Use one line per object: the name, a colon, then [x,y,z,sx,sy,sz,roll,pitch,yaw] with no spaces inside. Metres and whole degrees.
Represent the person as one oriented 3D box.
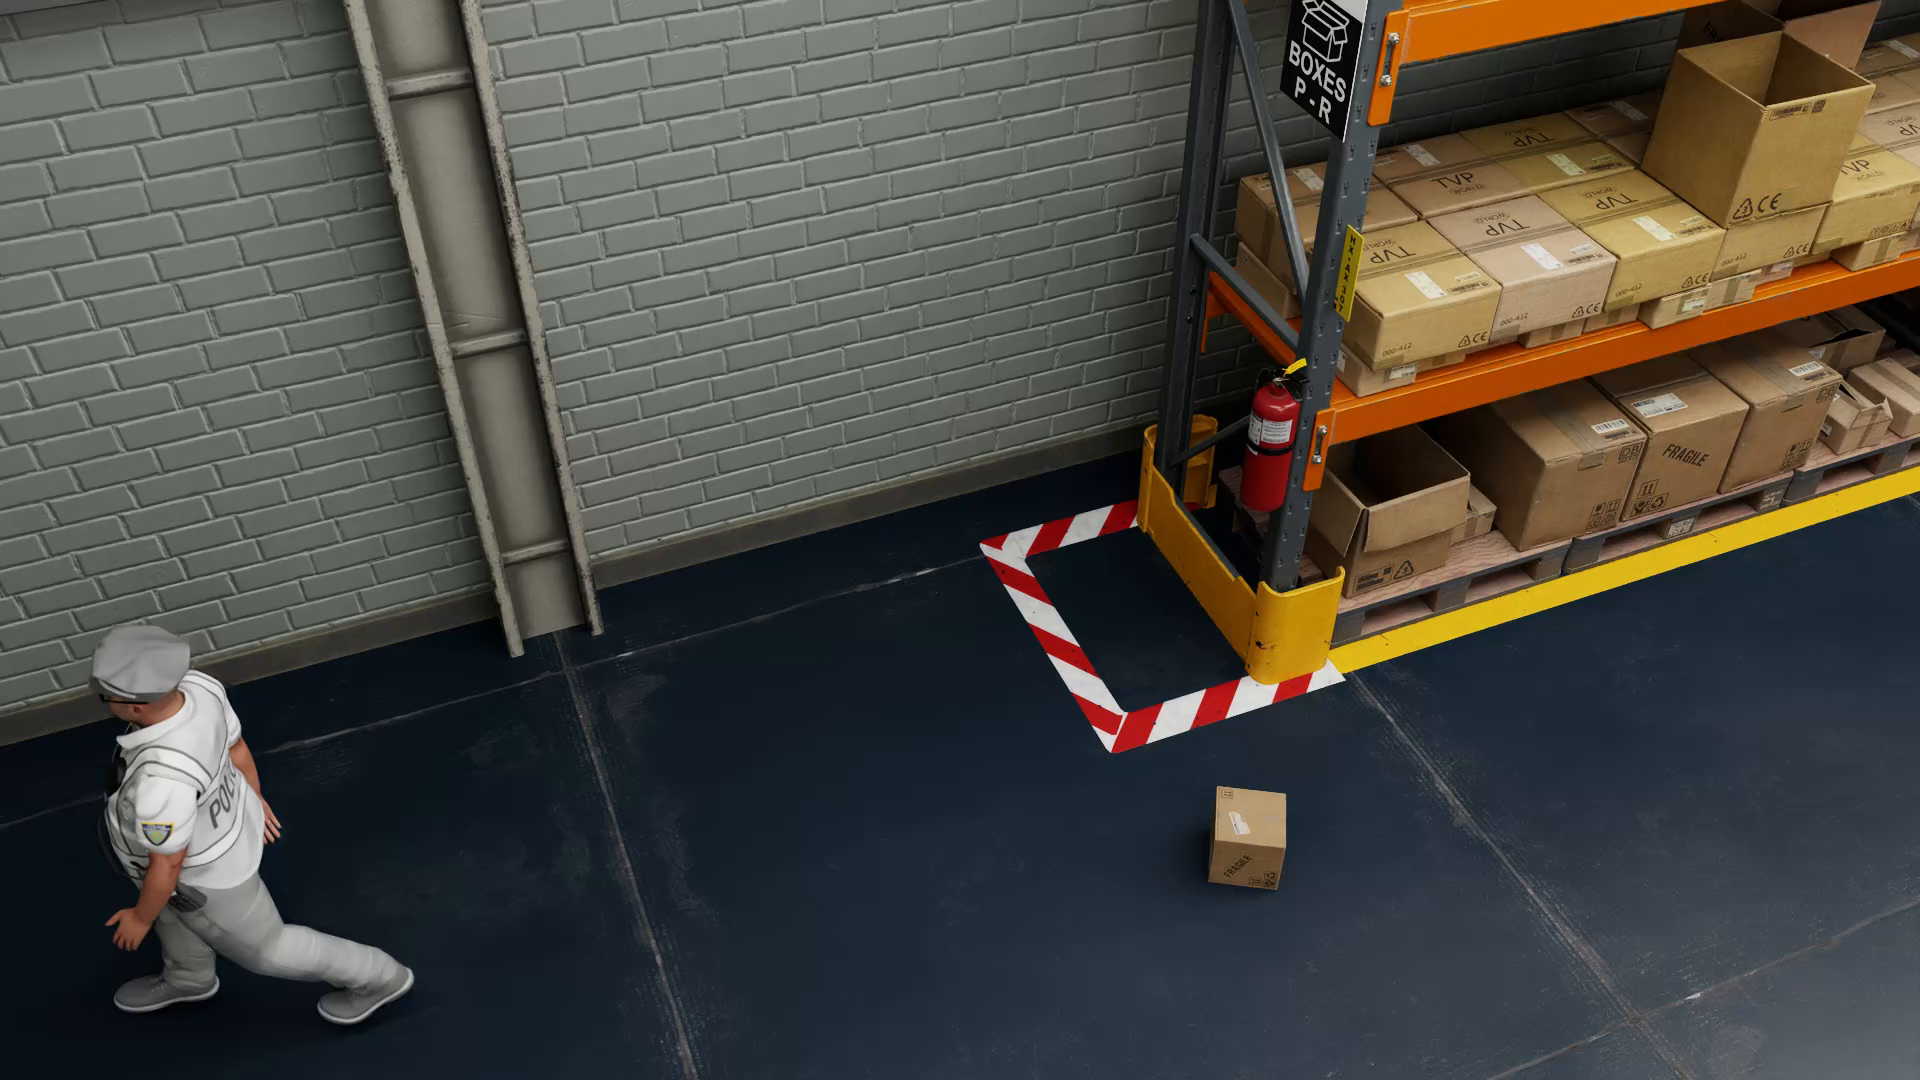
person: [-2.338,0.945,5.068,1.002,1.725,0.542,-9,42,-10]
